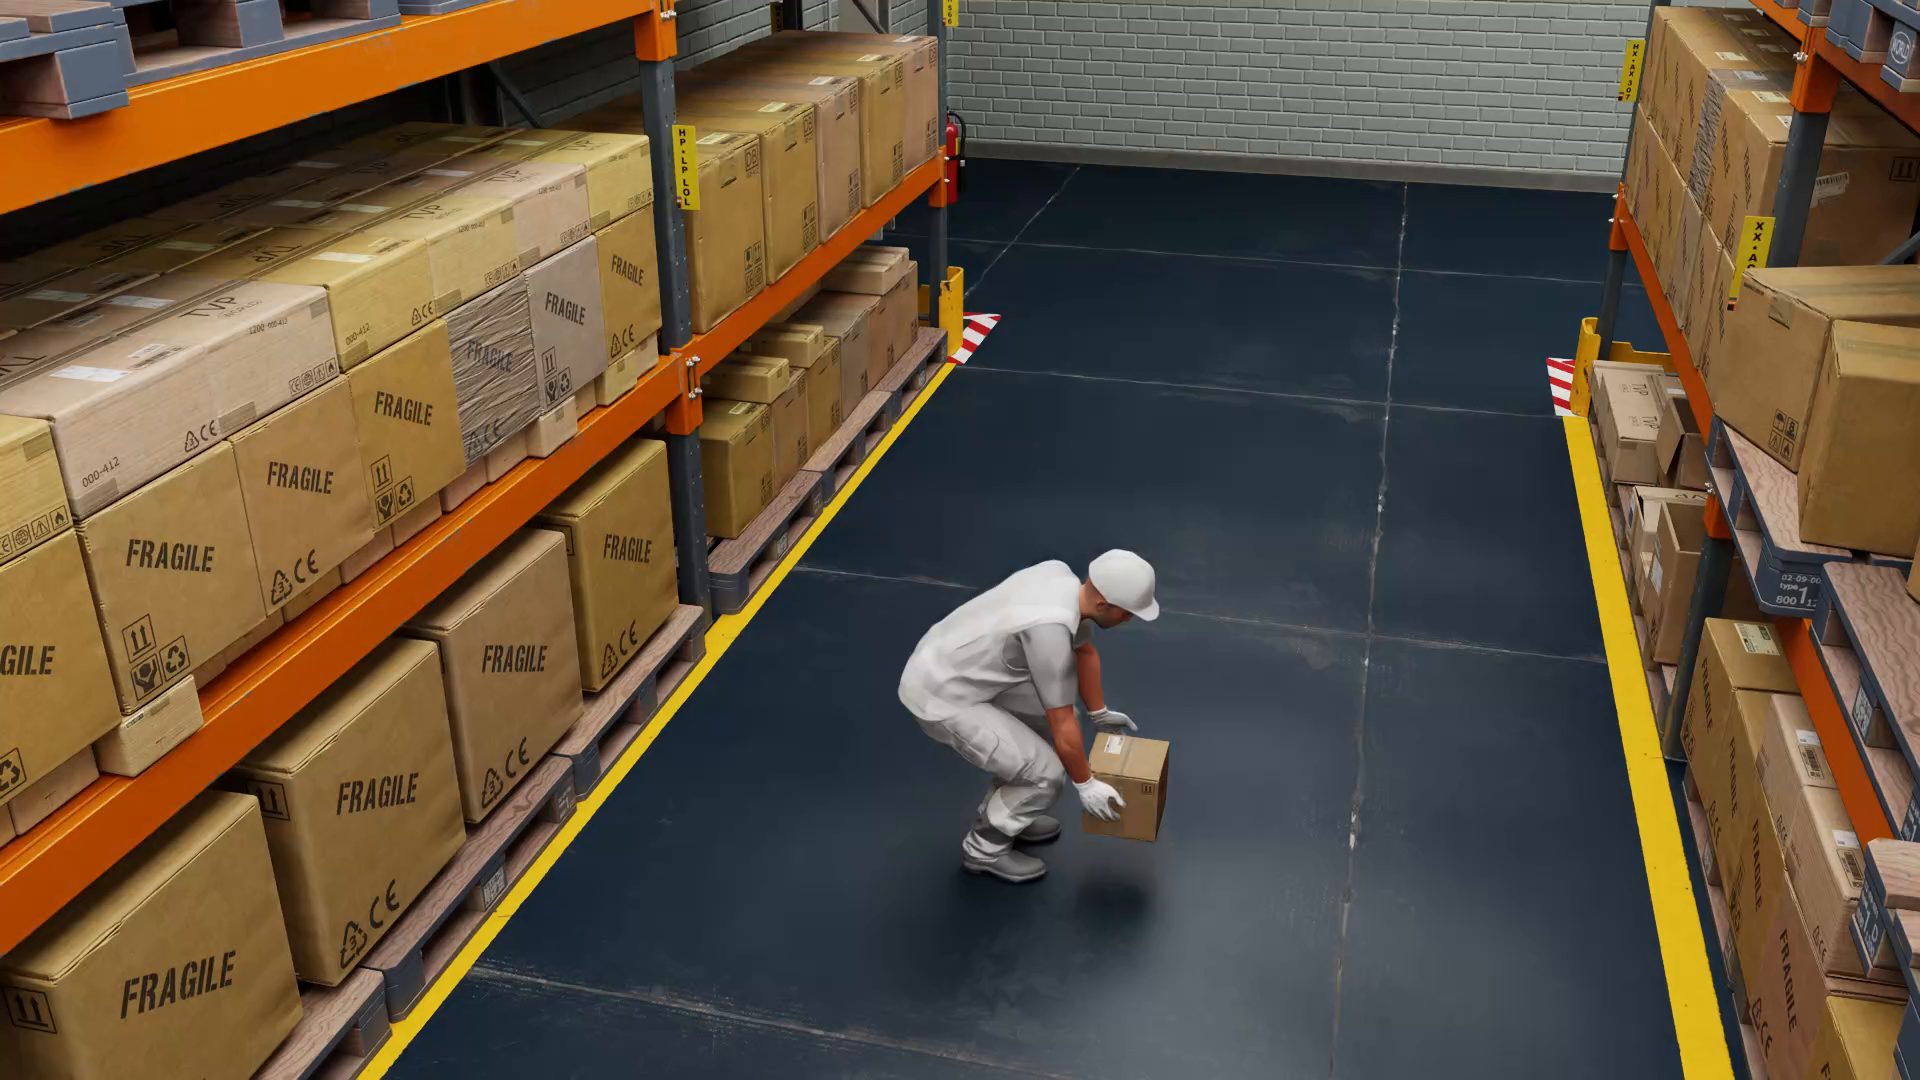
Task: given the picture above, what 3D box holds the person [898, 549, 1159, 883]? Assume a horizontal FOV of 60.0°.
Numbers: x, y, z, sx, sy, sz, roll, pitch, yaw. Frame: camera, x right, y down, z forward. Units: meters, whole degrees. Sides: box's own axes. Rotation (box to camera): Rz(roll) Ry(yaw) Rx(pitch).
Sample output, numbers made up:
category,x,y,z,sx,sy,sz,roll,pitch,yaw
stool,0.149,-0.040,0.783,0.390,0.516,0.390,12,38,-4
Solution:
category,x,y,z,sx,sy,sz,roll,pitch,yaw
person,0.230,0.546,5.629,0.844,1.186,0.581,6,26,13
